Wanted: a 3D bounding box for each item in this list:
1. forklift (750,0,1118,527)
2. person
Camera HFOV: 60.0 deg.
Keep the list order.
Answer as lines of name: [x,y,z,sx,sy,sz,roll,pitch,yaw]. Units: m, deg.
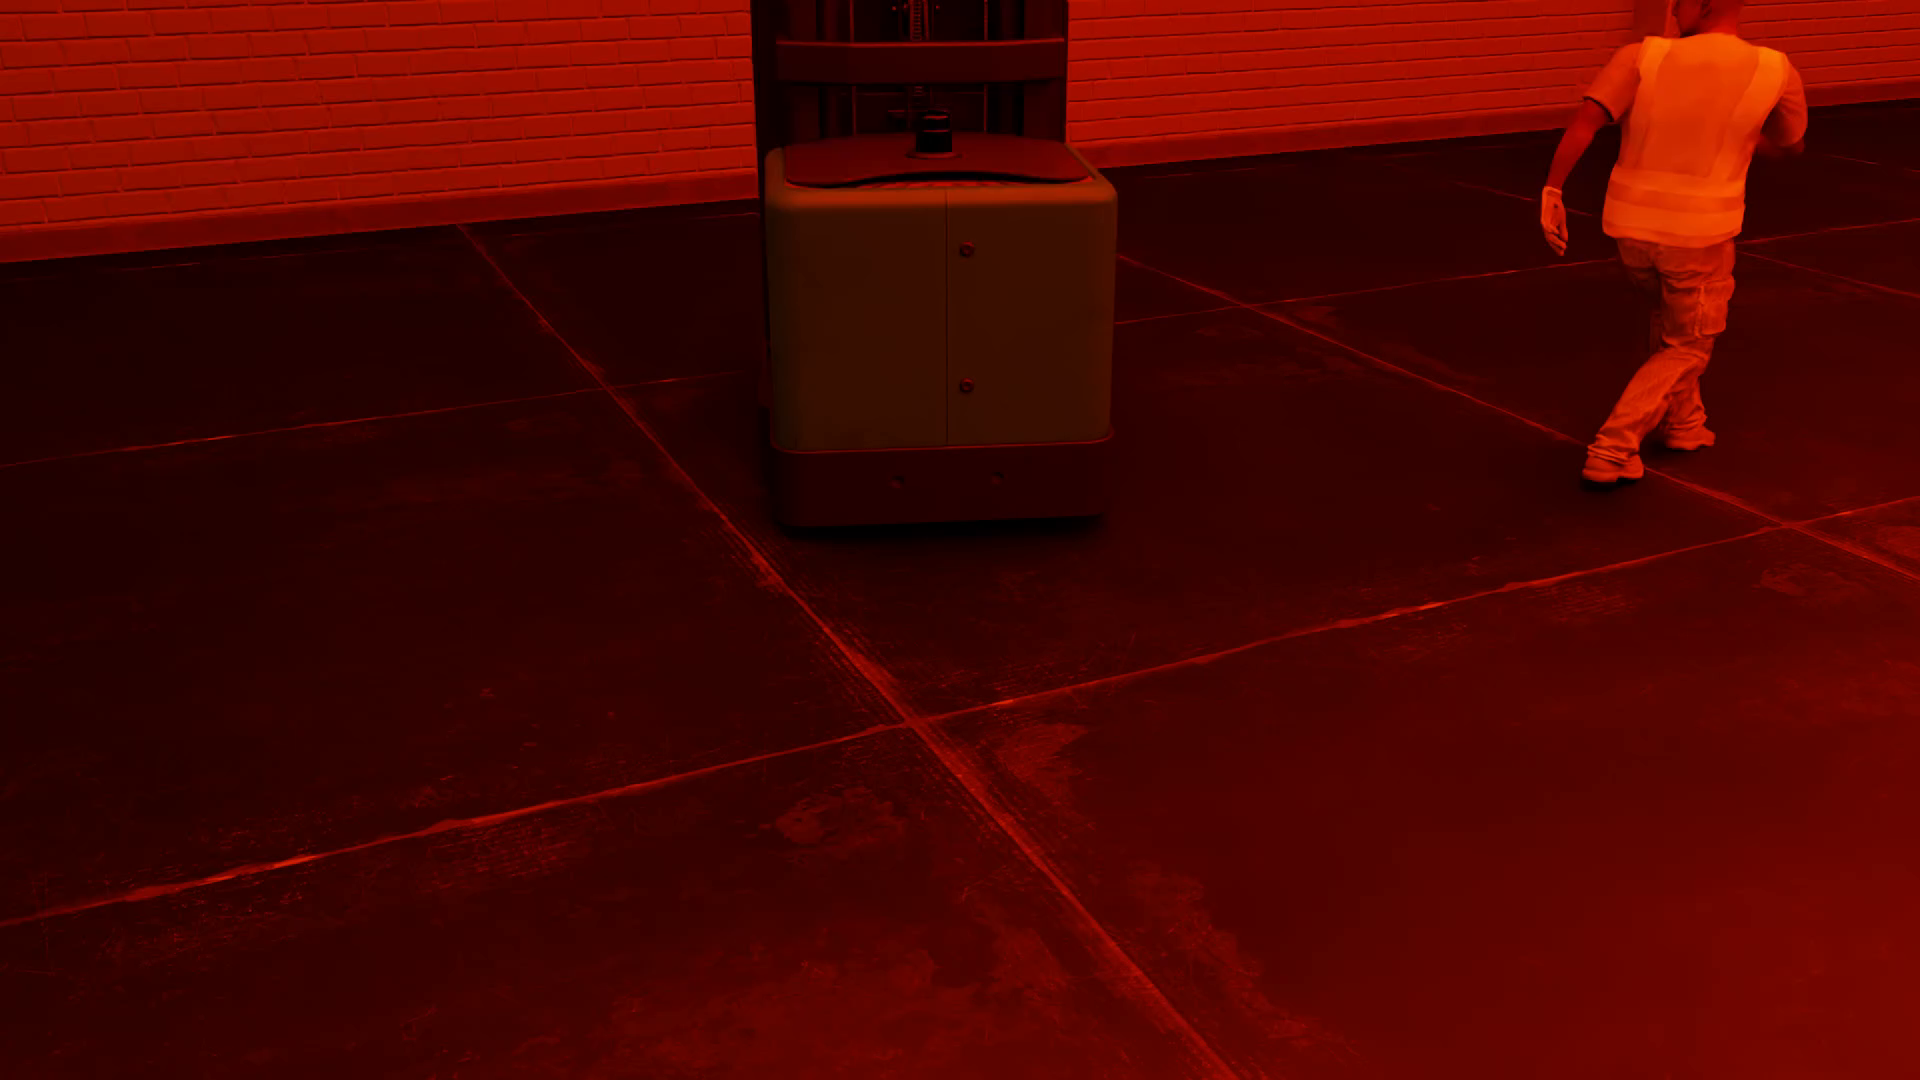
forklift: [-0.198,-1.920,5.907,1.130,2.935,3.031,-2,23,-6]
person: [2.344,-1.028,5.411,0.992,1.721,0.571,-20,30,-39]
